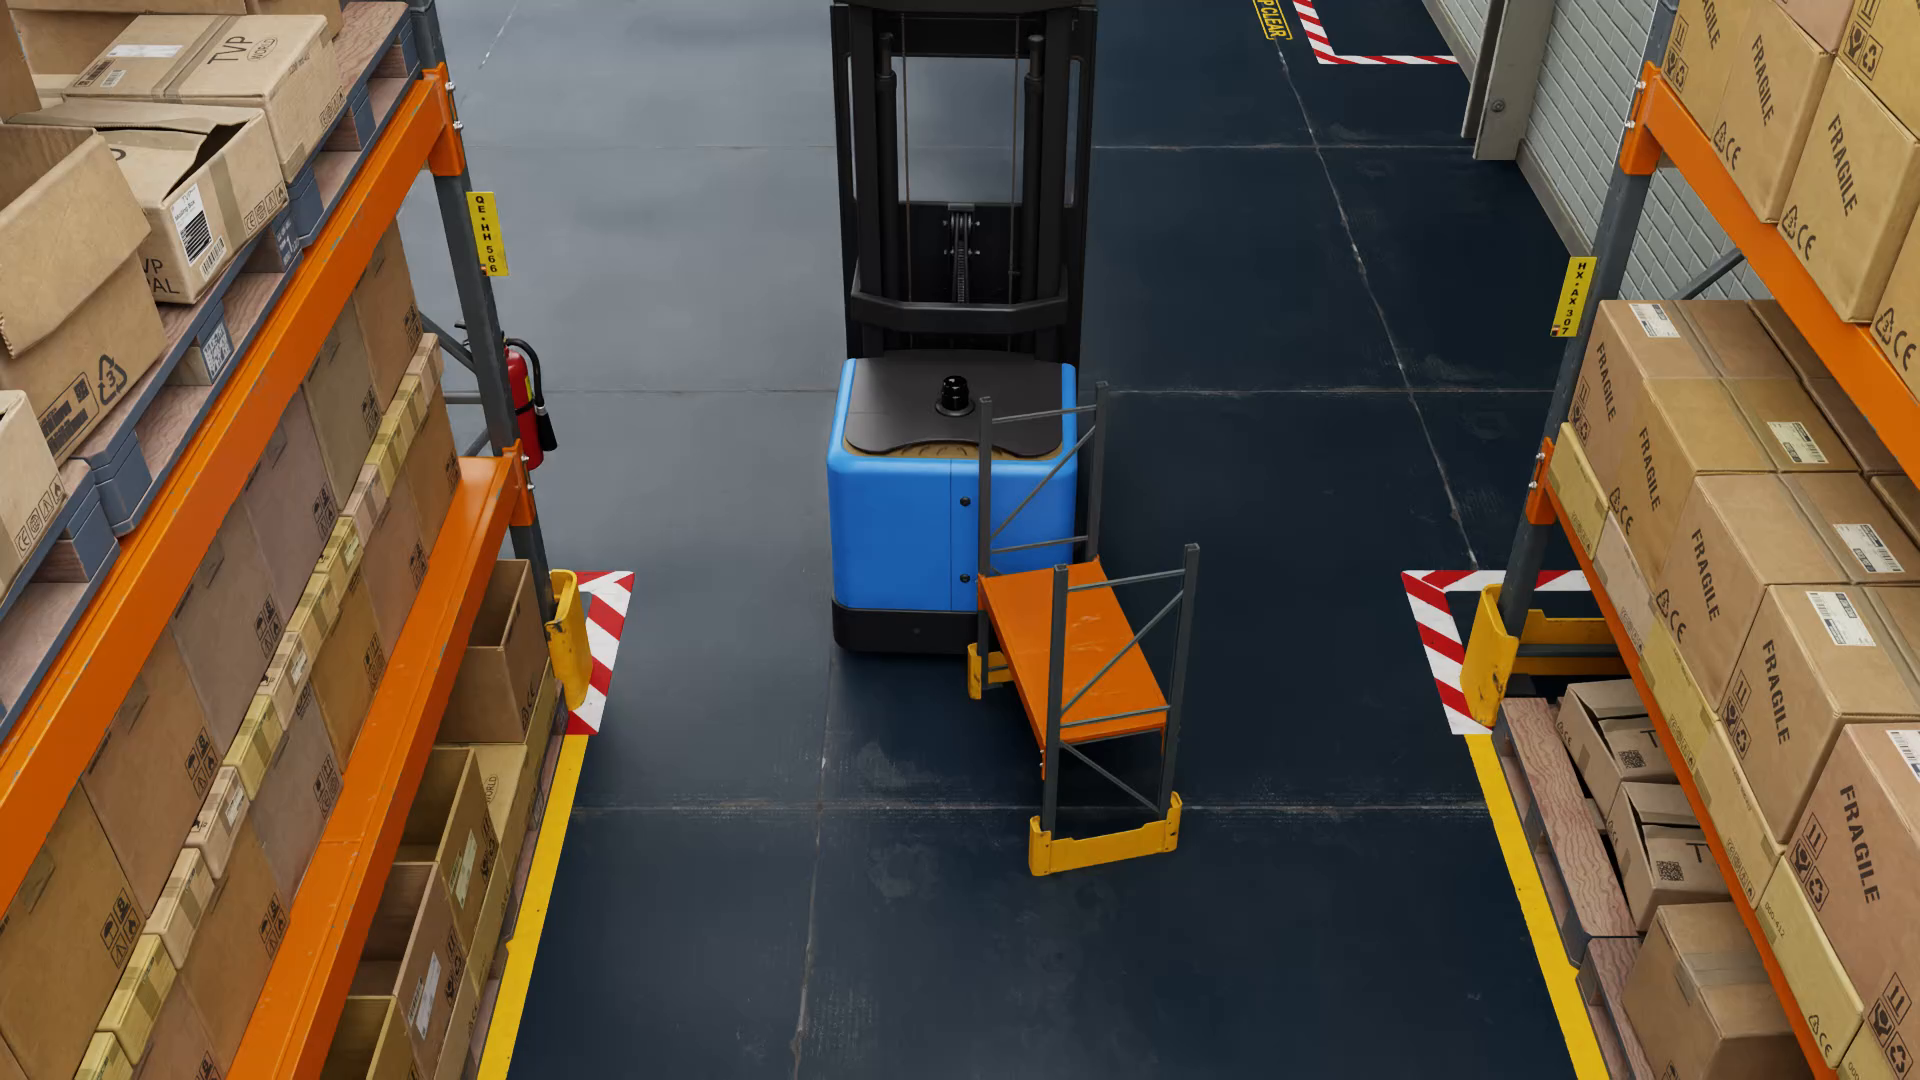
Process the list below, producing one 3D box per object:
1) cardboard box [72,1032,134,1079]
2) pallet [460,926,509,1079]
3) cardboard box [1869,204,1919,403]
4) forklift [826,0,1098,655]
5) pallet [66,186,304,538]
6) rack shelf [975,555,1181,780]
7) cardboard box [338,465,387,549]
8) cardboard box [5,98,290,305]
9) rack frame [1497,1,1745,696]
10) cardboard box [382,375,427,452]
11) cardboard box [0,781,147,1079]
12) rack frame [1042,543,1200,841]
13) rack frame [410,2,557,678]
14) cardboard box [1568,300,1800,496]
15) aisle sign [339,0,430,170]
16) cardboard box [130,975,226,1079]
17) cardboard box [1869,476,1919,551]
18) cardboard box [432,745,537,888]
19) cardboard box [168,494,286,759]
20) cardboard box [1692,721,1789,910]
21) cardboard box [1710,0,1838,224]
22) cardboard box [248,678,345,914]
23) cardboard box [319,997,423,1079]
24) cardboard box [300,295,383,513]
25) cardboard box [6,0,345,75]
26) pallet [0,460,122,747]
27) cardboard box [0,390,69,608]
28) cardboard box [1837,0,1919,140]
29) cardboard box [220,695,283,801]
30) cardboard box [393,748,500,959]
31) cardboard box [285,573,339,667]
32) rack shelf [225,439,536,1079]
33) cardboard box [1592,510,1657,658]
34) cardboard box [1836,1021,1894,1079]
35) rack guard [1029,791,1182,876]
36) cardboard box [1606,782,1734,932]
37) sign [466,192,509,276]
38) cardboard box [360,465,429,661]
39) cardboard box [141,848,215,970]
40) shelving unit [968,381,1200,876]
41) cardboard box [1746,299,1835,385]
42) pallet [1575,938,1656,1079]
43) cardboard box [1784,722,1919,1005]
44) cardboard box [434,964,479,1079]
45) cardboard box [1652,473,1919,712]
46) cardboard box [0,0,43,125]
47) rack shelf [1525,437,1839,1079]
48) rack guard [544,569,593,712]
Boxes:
[{"bbox_3d":[-2.001,1.191,3.512,0.380,0.149,0.250,-1,39,-1],"label":"cardboard box"},{"bbox_3d":[-2.155,1.796,5.586,1.003,0.211,1.213,0,39,0],"label":"pallet"},{"bbox_3d":[2.499,-0.550,3.789,0.500,0.500,0.500,2,39,3],"label":"cardboard box"},{"bbox_3d":[0.027,-1.535,7.568,1.130,2.935,3.031,2,39,2],"label":"forklift"},{"bbox_3d":[-2.217,-0.461,3.844,1.003,0.211,1.213,0,39,0],"label":"pallet"},{"bbox_3d":[0.438,0.473,6.494,0.538,0.185,1.000,-9,39,-10],"label":"rack shelf"},{"bbox_3d":[-2.005,-0.104,5.128,0.380,0.149,0.250,0,39,1],"label":"cardboard box"},{"bbox_3d":[-1.931,-0.818,3.843,0.500,0.311,0.500,4,39,5],"label":"cardboard box"},{"bbox_3d":[2.757,-0.538,6.268,1.000,3.000,0.127,0,39,0],"label":"rack frame"},{"bbox_3d":[-2.004,-0.421,5.524,0.380,0.149,0.250,1,39,1],"label":"cardboard box"},{"bbox_3d":[-2.200,0.831,3.443,0.700,0.500,0.500,0,39,0],"label":"cardboard box"},{"bbox_3d":[0.556,0.642,5.996,0.500,1.500,0.032,-9,39,-10],"label":"rack frame"},{"bbox_3d":[-2.196,-0.532,6.260,1.000,3.000,0.127,0,39,0],"label":"rack frame"},{"bbox_3d":[2.457,-0.481,5.701,0.500,0.500,0.500,0,39,0],"label":"cardboard box"},{"bbox_3d":[-1.903,-1.587,5.499,0.394,0.787,0.004,0,39,0],"label":"aisle sign"},{"bbox_3d":[-2.206,1.323,3.866,0.700,0.500,0.500,0,39,-1],"label":"cardboard box"},{"bbox_3d":[2.966,0.153,4.910,0.500,0.500,0.500,-1,39,-1],"label":"cardboard box"},{"bbox_3d":[-1.888,1.025,6.181,0.500,0.250,0.500,0,39,0],"label":"cardboard box"},{"bbox_3d":[-2.200,0.205,4.223,0.700,0.500,0.500,0,39,0],"label":"cardboard box"},{"bbox_3d":[2.448,0.778,4.730,0.500,0.250,0.500,0,39,0],"label":"cardboard box"},{"bbox_3d":[2.473,-1.210,4.612,0.500,0.500,0.500,2,39,3],"label":"cardboard box"},{"bbox_3d":[-2.204,0.689,4.657,0.700,0.500,0.500,1,39,1],"label":"cardboard box"},{"bbox_3d":[-1.880,1.671,4.775,0.500,0.500,0.500,0,39,0],"label":"cardboard box"},{"bbox_3d":[-2.202,-0.423,5.007,0.700,0.500,0.500,-1,39,-1],"label":"cardboard box"},{"bbox_3d":[-2.200,-1.602,4.666,0.797,0.503,0.637,2,39,3],"label":"cardboard box"},{"bbox_3d":[-2.219,0.300,2.894,1.003,0.211,1.213,0,39,0],"label":"pallet"},{"bbox_3d":[-1.929,-0.037,2.868,0.500,0.311,0.500,-2,39,-3],"label":"cardboard box"},{"bbox_3d":[2.477,-1.270,3.887,0.500,0.500,0.500,1,39,1],"label":"cardboard box"},{"bbox_3d":[-2.004,0.541,4.323,0.380,0.149,0.250,0,39,0],"label":"cardboard box"},{"bbox_3d":[-1.882,1.045,5.556,0.500,0.500,0.500,0,39,0],"label":"cardboard box"},{"bbox_3d":[-2.002,0.225,4.718,0.380,0.149,0.250,1,39,1],"label":"cardboard box"},{"bbox_3d":[-2.194,1.000,4.925,1.077,0.370,4.000,0,39,0],"label":"rack shelf"},{"bbox_3d":[2.455,0.143,5.522,0.500,0.250,0.500,-1,39,-1],"label":"cardboard box"},{"bbox_3d":[2.466,1.407,3.945,0.500,0.250,0.500,0,39,0],"label":"cardboard box"},{"bbox_3d":[0.556,1.129,6.387,0.587,0.250,0.087,-9,39,-10],"label":"rack guard"},{"bbox_3d":[2.669,1.129,5.986,0.500,0.311,0.500,3,39,4],"label":"cardboard box"},{"bbox_3d":[-1.654,-1.068,5.814,0.100,0.325,0.005,0,39,0],"label":"sign"},{"bbox_3d":[-2.203,0.050,5.455,0.700,0.500,0.500,1,39,1],"label":"cardboard box"},{"bbox_3d":[-2.001,0.871,3.912,0.380,0.149,0.250,-1,39,-2],"label":"cardboard box"},{"bbox_3d":[0.440,0.338,6.374,0.587,1.500,1.083,-9,39,-10],"label":"shelving unit"},{"bbox_3d":[2.970,-0.485,5.706,0.500,0.500,0.500,0,39,-1],"label":"cardboard box"},{"bbox_3d":[2.722,1.867,5.497,1.003,0.211,1.213,0,39,0],"label":"pallet"},{"bbox_3d":[2.456,0.799,4.104,0.500,0.500,0.500,-1,39,-1],"label":"cardboard box"},{"bbox_3d":[-1.886,1.651,5.400,0.500,0.250,0.500,0,39,0],"label":"cardboard box"},{"bbox_3d":[2.442,0.151,4.912,0.500,0.500,0.500,-1,39,-2],"label":"cardboard box"},{"bbox_3d":[-2.468,-0.921,3.820,0.500,0.500,0.500,0,39,0],"label":"cardboard box"},{"bbox_3d":[2.760,0.994,4.932,1.077,0.370,4.000,0,39,0],"label":"rack shelf"},{"bbox_3d":[-2.196,0.429,7.061,1.175,0.500,0.348,0,39,0],"label":"rack guard"}]
